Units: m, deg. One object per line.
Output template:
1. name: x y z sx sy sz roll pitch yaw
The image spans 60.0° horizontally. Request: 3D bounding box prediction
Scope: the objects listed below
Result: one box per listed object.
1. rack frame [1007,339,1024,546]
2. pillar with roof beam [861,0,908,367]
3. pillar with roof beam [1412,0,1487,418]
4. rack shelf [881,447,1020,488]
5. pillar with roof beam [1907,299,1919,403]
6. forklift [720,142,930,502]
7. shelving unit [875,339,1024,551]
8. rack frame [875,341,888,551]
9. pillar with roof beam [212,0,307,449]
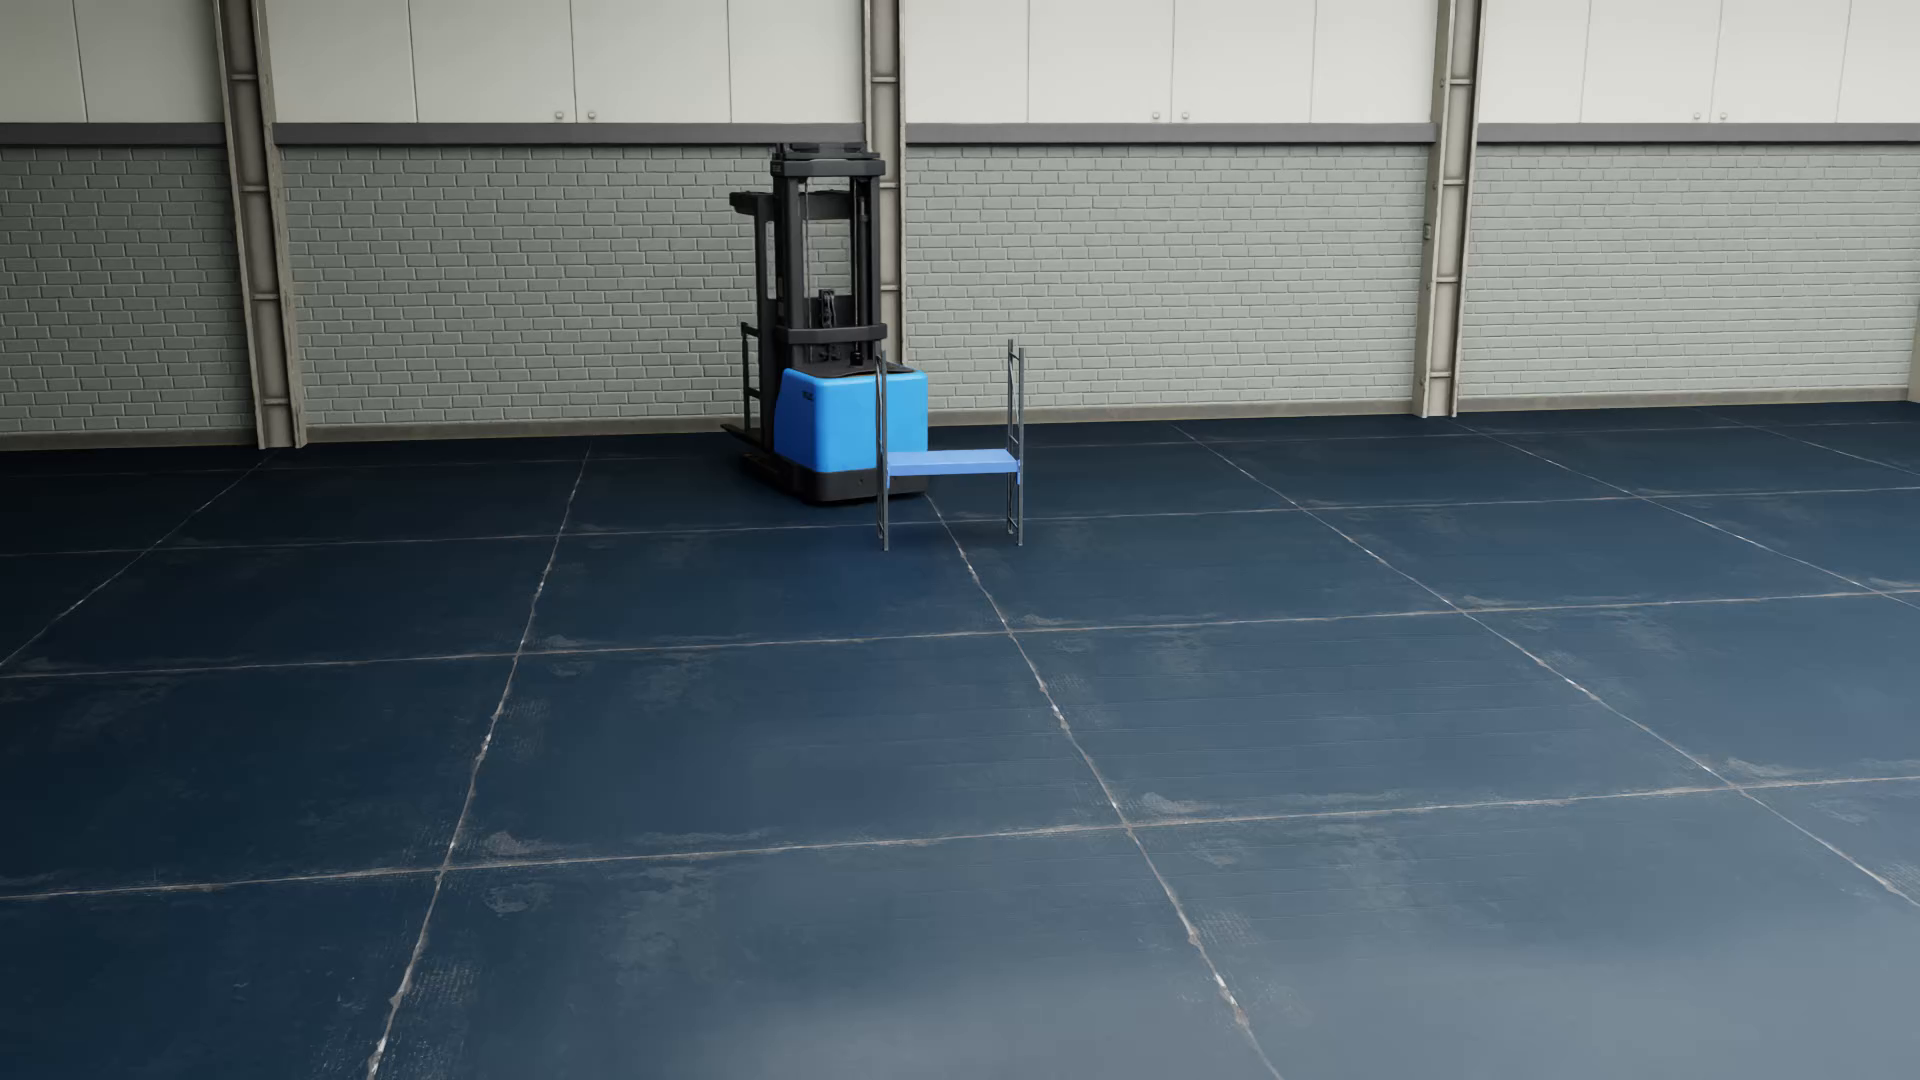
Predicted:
1. rack frame: 0.418 -0.743 12.601 0.032 1.500 0.500 -2 14 -8
2. pillar with roof beam: -0.116 -4.479 12.084 0.400 9.000 9.100 -2 14 -8
3. pillar with roof beam: 5.817 -4.697 12.951 0.400 9.000 9.100 -2 14 -8
4. rack shelf: -0.084 -0.550 12.571 1.000 0.185 0.538 -2 14 -8
5. pillar with roof beam: 11.751 -4.914 13.818 0.400 9.000 9.100 -2 14 -8
6. forklift: -1.371 -2.047 14.859 1.130 2.935 3.031 -7 16 -26
7. shelving unit: -0.084 -0.724 12.527 1.048 1.500 0.538 -2 14 -8
8. rack frame: -0.587 -0.706 12.454 0.032 1.500 0.500 -2 14 -8
9. pillar with roof beam: -6.049 -4.262 11.217 0.400 9.000 9.100 -2 14 -8
